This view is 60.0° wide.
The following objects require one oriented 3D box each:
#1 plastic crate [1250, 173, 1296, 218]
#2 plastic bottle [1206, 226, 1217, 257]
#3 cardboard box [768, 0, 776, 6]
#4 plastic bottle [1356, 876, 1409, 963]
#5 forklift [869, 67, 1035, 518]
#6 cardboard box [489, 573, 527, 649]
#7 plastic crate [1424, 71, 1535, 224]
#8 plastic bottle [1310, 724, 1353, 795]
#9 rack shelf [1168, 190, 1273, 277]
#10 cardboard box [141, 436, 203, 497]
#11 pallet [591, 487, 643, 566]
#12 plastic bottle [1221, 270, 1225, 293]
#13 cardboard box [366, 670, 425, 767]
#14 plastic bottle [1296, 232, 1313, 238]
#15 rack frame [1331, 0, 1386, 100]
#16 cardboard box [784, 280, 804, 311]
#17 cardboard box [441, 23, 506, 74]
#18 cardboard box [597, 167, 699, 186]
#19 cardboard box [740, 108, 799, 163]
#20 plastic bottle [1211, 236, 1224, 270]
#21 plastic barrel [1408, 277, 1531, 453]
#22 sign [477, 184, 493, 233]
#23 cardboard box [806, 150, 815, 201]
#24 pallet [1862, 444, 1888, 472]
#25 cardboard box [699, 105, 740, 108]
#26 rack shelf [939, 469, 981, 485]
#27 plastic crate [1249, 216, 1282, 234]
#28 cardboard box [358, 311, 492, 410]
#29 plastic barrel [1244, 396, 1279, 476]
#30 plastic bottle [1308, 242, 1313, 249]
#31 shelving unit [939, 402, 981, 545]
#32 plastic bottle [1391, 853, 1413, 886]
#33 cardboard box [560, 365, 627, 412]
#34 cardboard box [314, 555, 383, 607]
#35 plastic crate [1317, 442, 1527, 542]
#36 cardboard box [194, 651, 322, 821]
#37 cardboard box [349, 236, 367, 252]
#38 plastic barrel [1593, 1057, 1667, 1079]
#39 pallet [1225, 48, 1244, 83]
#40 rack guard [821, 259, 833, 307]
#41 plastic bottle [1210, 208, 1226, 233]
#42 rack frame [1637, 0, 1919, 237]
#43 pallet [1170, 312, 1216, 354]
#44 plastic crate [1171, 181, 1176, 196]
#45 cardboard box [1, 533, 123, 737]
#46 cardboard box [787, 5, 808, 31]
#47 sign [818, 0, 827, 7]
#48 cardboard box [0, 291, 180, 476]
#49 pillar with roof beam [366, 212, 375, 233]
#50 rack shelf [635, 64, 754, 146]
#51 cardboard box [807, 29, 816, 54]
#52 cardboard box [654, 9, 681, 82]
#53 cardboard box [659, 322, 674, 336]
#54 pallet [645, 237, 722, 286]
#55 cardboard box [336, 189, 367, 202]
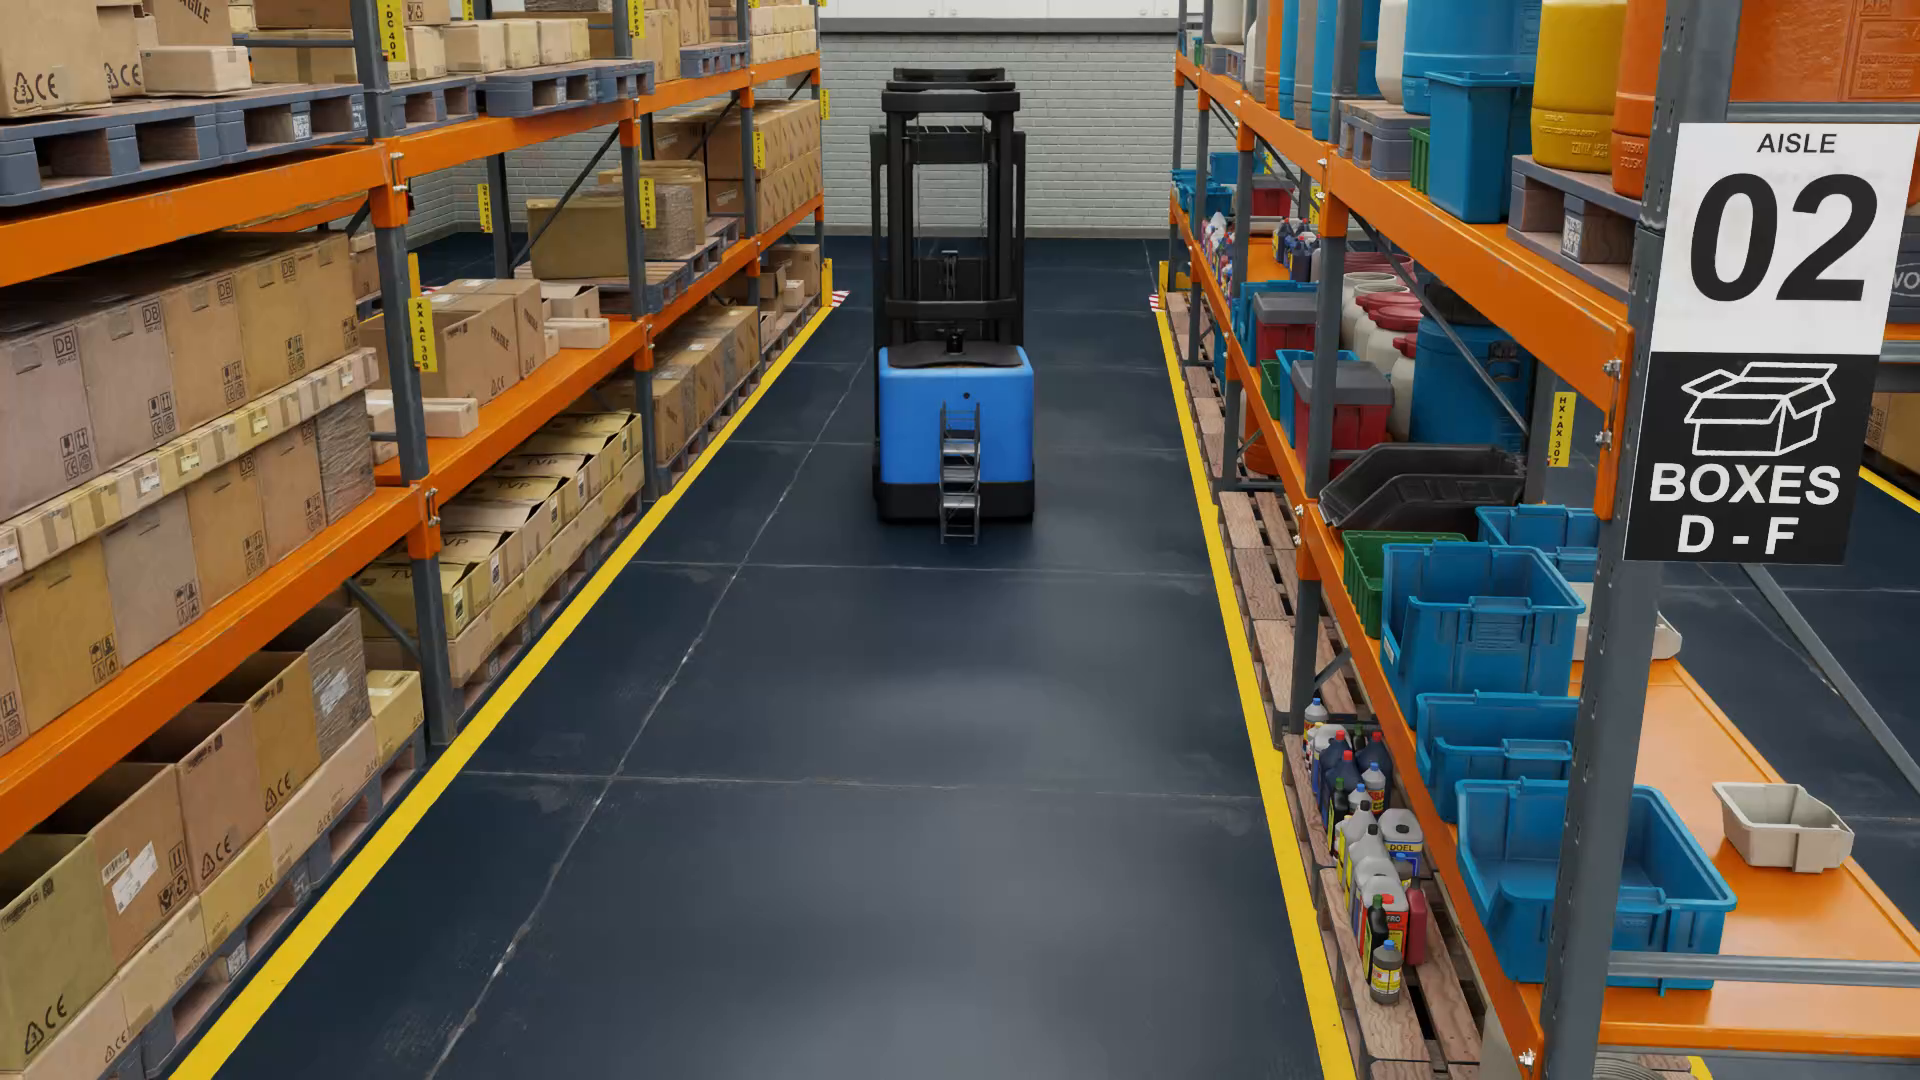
[{"bbox_3d":[2.901,-3.170,15.582,0.402,0.464,0.583,1,18,4],"label":"plastic crate"},{"bbox_3d":[2.111,-2.494,13.924,0.097,0.271,0.097,0,18,0],"label":"plastic bottle"},{"bbox_3d":[-2.150,-5.359,15.877,0.700,0.500,0.500,1,18,4],"label":"cardboard box"},{"bbox_3d":[1.466,1.315,5.761,0.152,0.276,0.135,1,18,4],"label":"plastic bottle"},{"bbox_3d":[-0.098,-1.947,12.159,1.130,2.935,3.031,-1,18,-3],"label":"forklift"},{"bbox_3d":[-2.613,0.362,8.743,0.500,0.250,0.500,2,18,5],"label":"cardboard box"},{"bbox_3d":[1.563,-1.130,4.761,0.392,0.384,0.575,1,18,4],"label":"plastic crate"},{"bbox_3d":[1.557,0.920,6.964,0.152,0.276,0.135,2,18,6],"label":"plastic bottle"},{"bbox_3d":[2.730,-3.119,16.780,1.077,0.370,4.000,1,18,4],"label":"rack shelf"},{"bbox_3d":[-2.842,-0.256,5.686,0.380,0.149,0.250,2,18,6],"label":"cardboard box"},{"bbox_3d":[-2.738,-0.129,10.978,1.003,0.211,1.213,1,18,4],"label":"pallet"},{"bbox_3d":[1.988,-1.927,12.304,0.097,0.201,0.097,0,18,0],"label":"plastic bottle"},{"bbox_3d":[-2.743,0.789,7.439,0.500,0.250,0.500,1,18,4],"label":"cardboard box"},{"bbox_3d":[2.818,-2.381,13.571,0.152,0.276,0.135,1,18,4],"label":"plastic bottle"},{"bbox_3d":[2.013,-3.206,6.255,1.000,3.000,0.127,1,18,4],"label":"rack frame"},{"bbox_3d":[-1.958,-2.627,17.833,0.500,0.250,0.500,1,18,4],"label":"cardboard box"},{"bbox_3d":[-2.729,-2.613,8.829,0.500,0.250,0.500,0,18,-1],"label":"cardboard box"},{"bbox_3d":[-2.597,-2.841,13.942,0.700,0.500,0.500,4,19,13],"label":"cardboard box"},{"bbox_3d":[-1.929,-4.094,16.835,0.500,0.500,0.500,2,18,6],"label":"cardboard box"},{"bbox_3d":[2.090,-2.286,13.281,0.152,0.276,0.135,1,18,4],"label":"plastic bottle"},{"bbox_3d":[2.343,-0.706,7.457,0.600,0.901,0.708,1,18,4],"label":"plastic barrel"},{"bbox_3d":[-3.182,-2.231,11.182,0.100,0.325,0.005,1,18,4],"label":"sign"},{"bbox_3d":[-1.861,-3.935,17.954,0.500,0.500,0.500,1,18,4],"label":"cardboard box"},{"bbox_3d":[7.462,-0.783,12.973,1.003,0.211,1.213,1,18,4],"label":"pallet"},{"bbox_3d":[-2.433,-4.267,17.361,0.500,0.500,0.500,2,18,5],"label":"cardboard box"},{"bbox_3d":[0.001,-0.398,10.801,0.258,0.077,0.200,1,18,4],"label":"rack shelf"},{"bbox_3d":[2.762,-2.884,15.235,0.396,0.136,0.243,1,18,4],"label":"plastic crate"},{"bbox_3d":[-2.818,-0.916,8.741,0.500,0.500,0.500,3,18,8],"label":"cardboard box"},{"bbox_3d":[2.318,-0.918,11.718,0.600,0.830,0.708,1,18,4],"label":"plastic barrel"},{"bbox_3d":[2.741,-2.188,12.991,0.097,0.271,0.097,0,18,0],"label":"plastic bottle"},{"bbox_3d":[0.001,-0.430,10.791,0.258,0.900,0.210,1,18,4],"label":"shelving unit"},{"bbox_3d":[1.608,1.245,6.095,0.097,0.201,0.097,0,18,0],"label":"plastic bottle"},{"bbox_3d":[-2.808,-1.026,12.545,0.500,0.500,0.500,2,18,6],"label":"cardboard box"},{"bbox_3d":[-3.184,0.242,8.209,0.500,0.311,0.500,1,18,4],"label":"cardboard box"},{"bbox_3d":[1.849,-0.166,6.711,0.767,0.338,0.504,1,18,4],"label":"plastic crate"},{"bbox_3d":[-2.822,0.743,6.374,0.500,0.500,0.500,1,18,4],"label":"cardboard box"},{"bbox_3d":[-6.804,-3.280,18.414,0.380,0.149,0.250,2,18,5],"label":"cardboard box"},{"bbox_3d":[1.697,1.664,4.349,0.421,0.512,0.421,0,18,0],"label":"plastic barrel"},{"bbox_3d":[2.549,-3.577,12.509,1.003,0.211,1.213,1,18,4],"label":"pallet"},{"bbox_3d":[-2.073,-2.982,19.221,1.175,0.500,0.348,1,18,4],"label":"rack guard"},{"bbox_3d":[2.235,-2.702,14.430,0.144,0.351,0.185,1,18,4],"label":"plastic bottle"},{"bbox_3d":[1.726,-1.964,2.464,1.000,3.000,0.127,1,18,4],"label":"rack frame"},{"bbox_3d":[2.685,-2.124,17.065,1.003,0.211,1.213,1,18,4],"label":"pallet"},{"bbox_3d":[2.422,-3.818,18.085,0.250,0.136,0.298,1,18,4],"label":"plastic crate"},{"bbox_3d":[-3.094,0.266,5.133,0.700,0.500,0.500,1,18,4],"label":"cardboard box"},{"bbox_3d":[-1.885,-5.465,17.404,0.500,0.250,0.500,1,18,4],"label":"cardboard box"},{"bbox_3d":[-1.515,-6.021,18.243,0.100,0.325,0.005,1,18,4],"label":"sign"},{"bbox_3d":[-3.061,-0.525,5.465,0.700,0.500,0.500,1,18,4],"label":"cardboard box"},{"bbox_3d":[-3.384,-7.916,20.629,9.100,9.000,0.400,1,18,4],"label":"pillar with roof beam"},{"bbox_3d":[-2.497,-3.414,12.862,1.077,0.370,4.000,1,18,4],"label":"rack shelf"},{"bbox_3d":[-1.841,-5.382,17.956,0.500,0.250,0.500,1,18,4],"label":"cardboard box"},{"bbox_3d":[-2.569,-3.638,12.231,0.910,0.500,0.500,1,18,4],"label":"cardboard box"},{"bbox_3d":[-2.703,-1.874,13.927,0.500,0.250,0.500,1,18,4],"label":"cardboard box"},{"bbox_3d":[-2.506,-2.222,13.195,1.003,0.211,1.213,1,18,4],"label":"pallet"},{"bbox_3d":[-7.076,-4.061,18.017,0.980,0.700,0.700,1,18,3],"label":"cardboard box"}]
